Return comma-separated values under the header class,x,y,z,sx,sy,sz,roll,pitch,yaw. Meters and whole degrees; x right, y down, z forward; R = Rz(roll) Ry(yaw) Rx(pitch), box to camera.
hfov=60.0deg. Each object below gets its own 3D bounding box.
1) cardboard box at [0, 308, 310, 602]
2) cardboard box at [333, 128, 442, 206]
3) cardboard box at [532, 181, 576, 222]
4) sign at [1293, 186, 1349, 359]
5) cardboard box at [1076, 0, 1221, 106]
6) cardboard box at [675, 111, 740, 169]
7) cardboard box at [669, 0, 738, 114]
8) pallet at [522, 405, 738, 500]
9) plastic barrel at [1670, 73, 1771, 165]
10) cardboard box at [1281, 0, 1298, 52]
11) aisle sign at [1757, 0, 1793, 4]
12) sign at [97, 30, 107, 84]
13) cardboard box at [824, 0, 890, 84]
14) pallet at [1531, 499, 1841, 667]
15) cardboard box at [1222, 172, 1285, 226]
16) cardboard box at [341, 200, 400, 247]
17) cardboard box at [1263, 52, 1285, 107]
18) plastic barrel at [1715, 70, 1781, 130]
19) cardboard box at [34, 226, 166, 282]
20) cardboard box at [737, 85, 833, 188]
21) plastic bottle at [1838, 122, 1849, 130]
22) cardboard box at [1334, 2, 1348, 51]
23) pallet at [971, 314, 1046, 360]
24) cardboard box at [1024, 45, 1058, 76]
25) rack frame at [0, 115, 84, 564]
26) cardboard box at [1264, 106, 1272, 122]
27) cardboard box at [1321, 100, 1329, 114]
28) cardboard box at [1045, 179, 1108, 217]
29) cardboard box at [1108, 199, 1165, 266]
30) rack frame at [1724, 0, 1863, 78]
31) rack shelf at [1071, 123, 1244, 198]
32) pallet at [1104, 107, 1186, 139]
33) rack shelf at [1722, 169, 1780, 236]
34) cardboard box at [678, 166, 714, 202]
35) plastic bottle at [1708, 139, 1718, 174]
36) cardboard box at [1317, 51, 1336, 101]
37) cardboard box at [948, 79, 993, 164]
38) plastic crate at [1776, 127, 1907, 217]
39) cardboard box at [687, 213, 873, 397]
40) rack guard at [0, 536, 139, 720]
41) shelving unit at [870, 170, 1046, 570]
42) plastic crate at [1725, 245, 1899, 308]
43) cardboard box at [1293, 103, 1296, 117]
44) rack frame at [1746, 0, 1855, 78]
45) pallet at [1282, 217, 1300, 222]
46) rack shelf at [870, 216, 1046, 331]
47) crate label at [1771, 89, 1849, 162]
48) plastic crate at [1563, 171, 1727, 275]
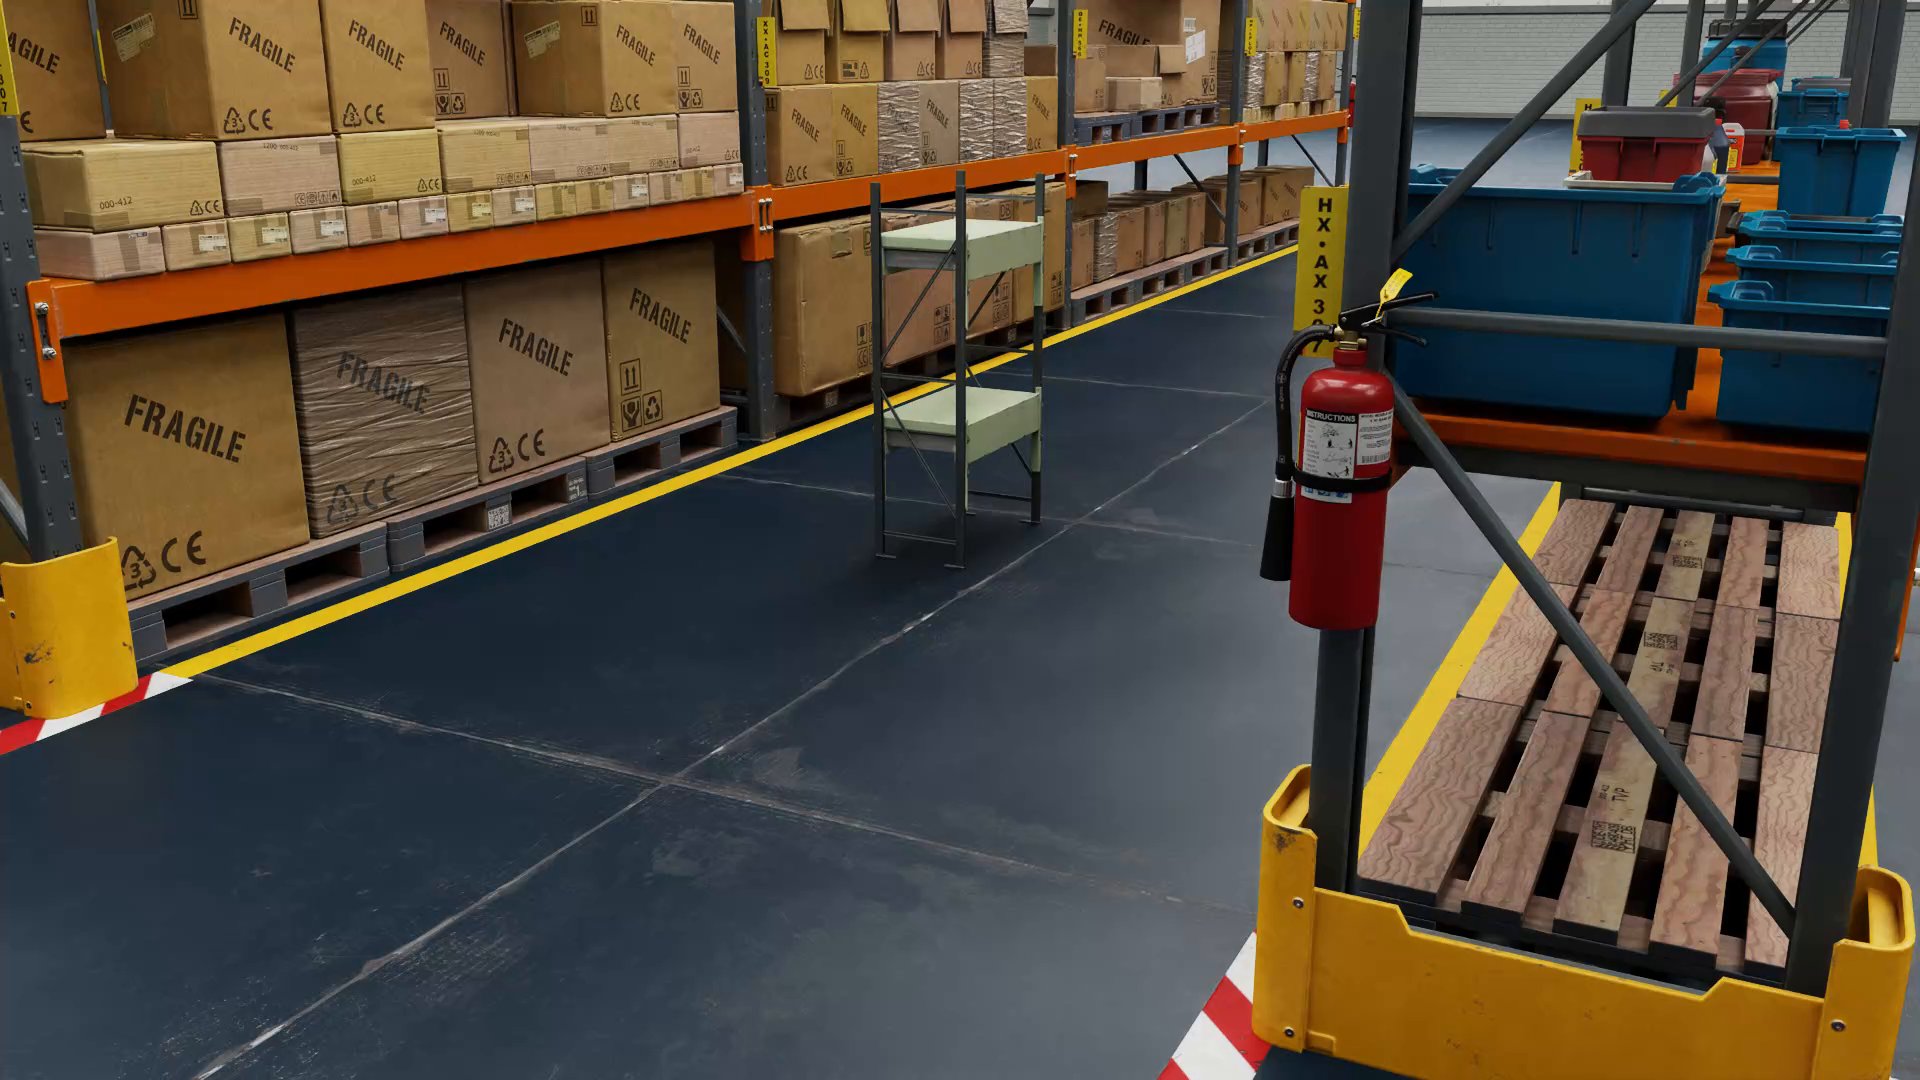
class,x,y,z,sx,sy,sz,roll,pitch,yaw
cardboard box,-3.021,-0.354,5.944,0.875,0.875,0.875,8,18,25
cardboard box,-2.325,-1.418,6.271,0.500,0.250,0.500,7,18,24
cardboard box,-1.865,-1.450,7.080,0.380,0.149,0.250,8,18,24
sign,0.696,-0.512,3.195,0.100,0.325,0.005,8,18,25
cardboard box,1.646,-4.359,14.642,1.000,1.000,1.000,8,18,26
cardboard box,-1.411,-1.942,8.036,0.500,0.250,0.500,8,18,24
cardboard box,-1.414,-2.296,7.911,0.500,0.500,0.500,9,19,27
pallet,-1.858,-0.497,8.326,1.003,0.211,1.213,8,18,25
plastic barrel,4.707,-2.628,10.365,0.600,0.536,0.708,8,18,25
cardboard box,3.001,-5.062,16.345,0.500,0.500,0.500,8,18,25
aisle sign,8.115,-5.746,16.535,0.394,0.787,0.004,8,18,25
sign,-5.351,-3.022,10.410,0.100,0.325,0.005,8,18,25
cardboard box,-0.853,-2.883,9.526,0.797,0.503,0.637,8,18,26
pallet,2.689,0.142,6.176,1.003,0.211,1.213,8,18,25
cardboard box,3.087,-3.606,17.551,0.500,0.500,0.500,10,19,30
cardboard box,-2.324,-1.188,6.199,0.380,0.149,0.250,8,18,24
cardboard box,2.638,-4.475,16.125,0.875,0.500,0.500,8,18,25
plastic barrel,5.606,-3.087,11.912,0.433,0.535,0.433,0,17,0
cardboard box,-2.782,-0.926,5.317,0.380,0.149,0.250,8,18,26
cardboard box,-1.019,-2.151,8.821,0.500,0.500,0.500,8,18,26
plastic bottle,4.210,-1.818,7.962,0.144,0.351,0.185,8,18,25
cardboard box,3.889,-5.572,18.063,0.500,0.500,0.500,8,18,25
pallet,-0.080,-1.508,11.732,1.003,0.211,1.213,8,18,25
cardboard box,0.545,-3.428,12.385,0.500,0.500,0.500,6,17,19
rack frame,-3.235,-0.998,5.118,1.000,3.000,0.127,8,18,25
cardboard box,2.805,-4.145,16.154,0.380,0.149,0.250,8,18,25
cardboard box,3.793,-4.721,18.091,0.380,0.149,0.250,8,18,25
cardboard box,0.840,-2.719,13.212,0.500,0.250,0.500,11,20,32
cardboard box,1.353,-2.652,14.304,0.700,0.500,0.500,6,18,21
rack frame,6.558,-3.425,13.287,1.000,3.000,0.127,8,18,25
rack shelf,1.233,-3.201,13.796,1.077,0.370,4.000,8,18,25
pallet,1.187,-3.454,13.721,1.003,0.211,1.213,8,18,25
rack shelf,3.877,-1.552,8.244,1.077,0.370,4.000,8,18,25
cardboard box,-1.406,-1.712,7.961,0.380,0.149,0.250,8,19,26
plastic bottle,3.312,-1.668,7.459,0.144,0.351,0.185,8,18,25
cardboard box,3.528,-4.985,17.842,0.875,0.500,0.500,8,18,25
cardboard box,-0.117,-2.668,10.563,0.500,0.500,0.500,7,18,24
plastic crate,3.079,-1.246,5.874,0.392,0.384,0.575,8,18,25
cardboard box,-1.180,-1.366,9.348,1.225,0.875,0.875,8,18,26
rack guard,-3.246,0.206,5.453,1.175,0.500,0.348,8,18,25
shelving unit,0.003,-0.721,6.817,0.431,1.500,0.755,8,18,25
plastic crate,1.895,-0.506,3.647,0.416,0.233,0.300,8,18,25
cardboard box,3.221,-4.404,17.026,0.380,0.149,0.250,8,18,25
rack frame,8.345,-4.444,16.717,1.000,3.000,0.127,8,18,25
pallet,3.485,-3.515,18.489,1.003,0.211,1.213,8,18,25
rack shelf,0.003,-1.095,6.705,0.431,0.370,0.720,8,18,25
crate label,5.456,-2.642,10.588,0.502,0.435,0.616,8,18,25
plastic crate,2.136,-0.994,5.204,0.437,0.282,0.530,8,18,25
